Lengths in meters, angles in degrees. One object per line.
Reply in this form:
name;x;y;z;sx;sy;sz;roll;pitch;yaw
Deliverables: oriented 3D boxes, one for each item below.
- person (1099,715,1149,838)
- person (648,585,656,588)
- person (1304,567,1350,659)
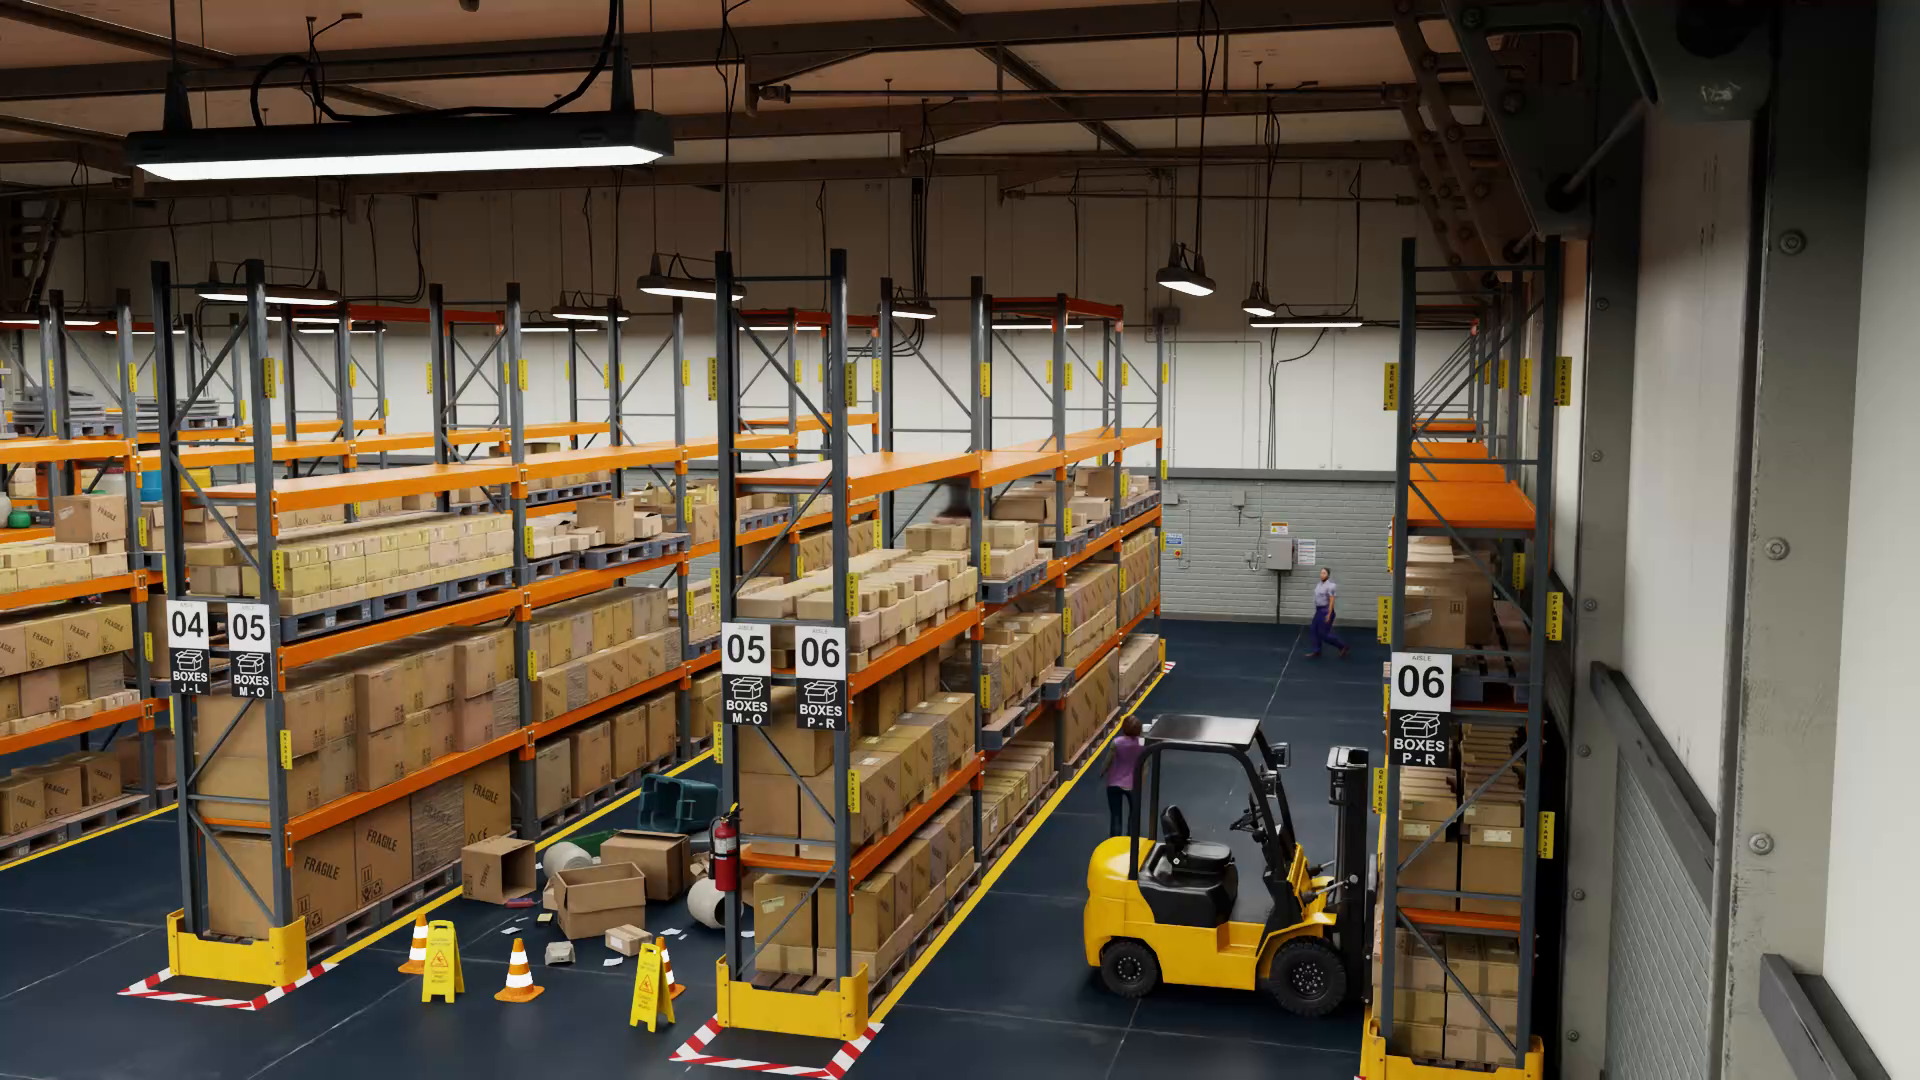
person;1.682;2.572;17.159;0.532;1.606;0.575;1;6;11
person;-4.804;1.593;25.918;0.730;1.813;0.877;2;6;16
person;6.422;1.272;29.099;0.758;1.606;0.494;1;6;10
